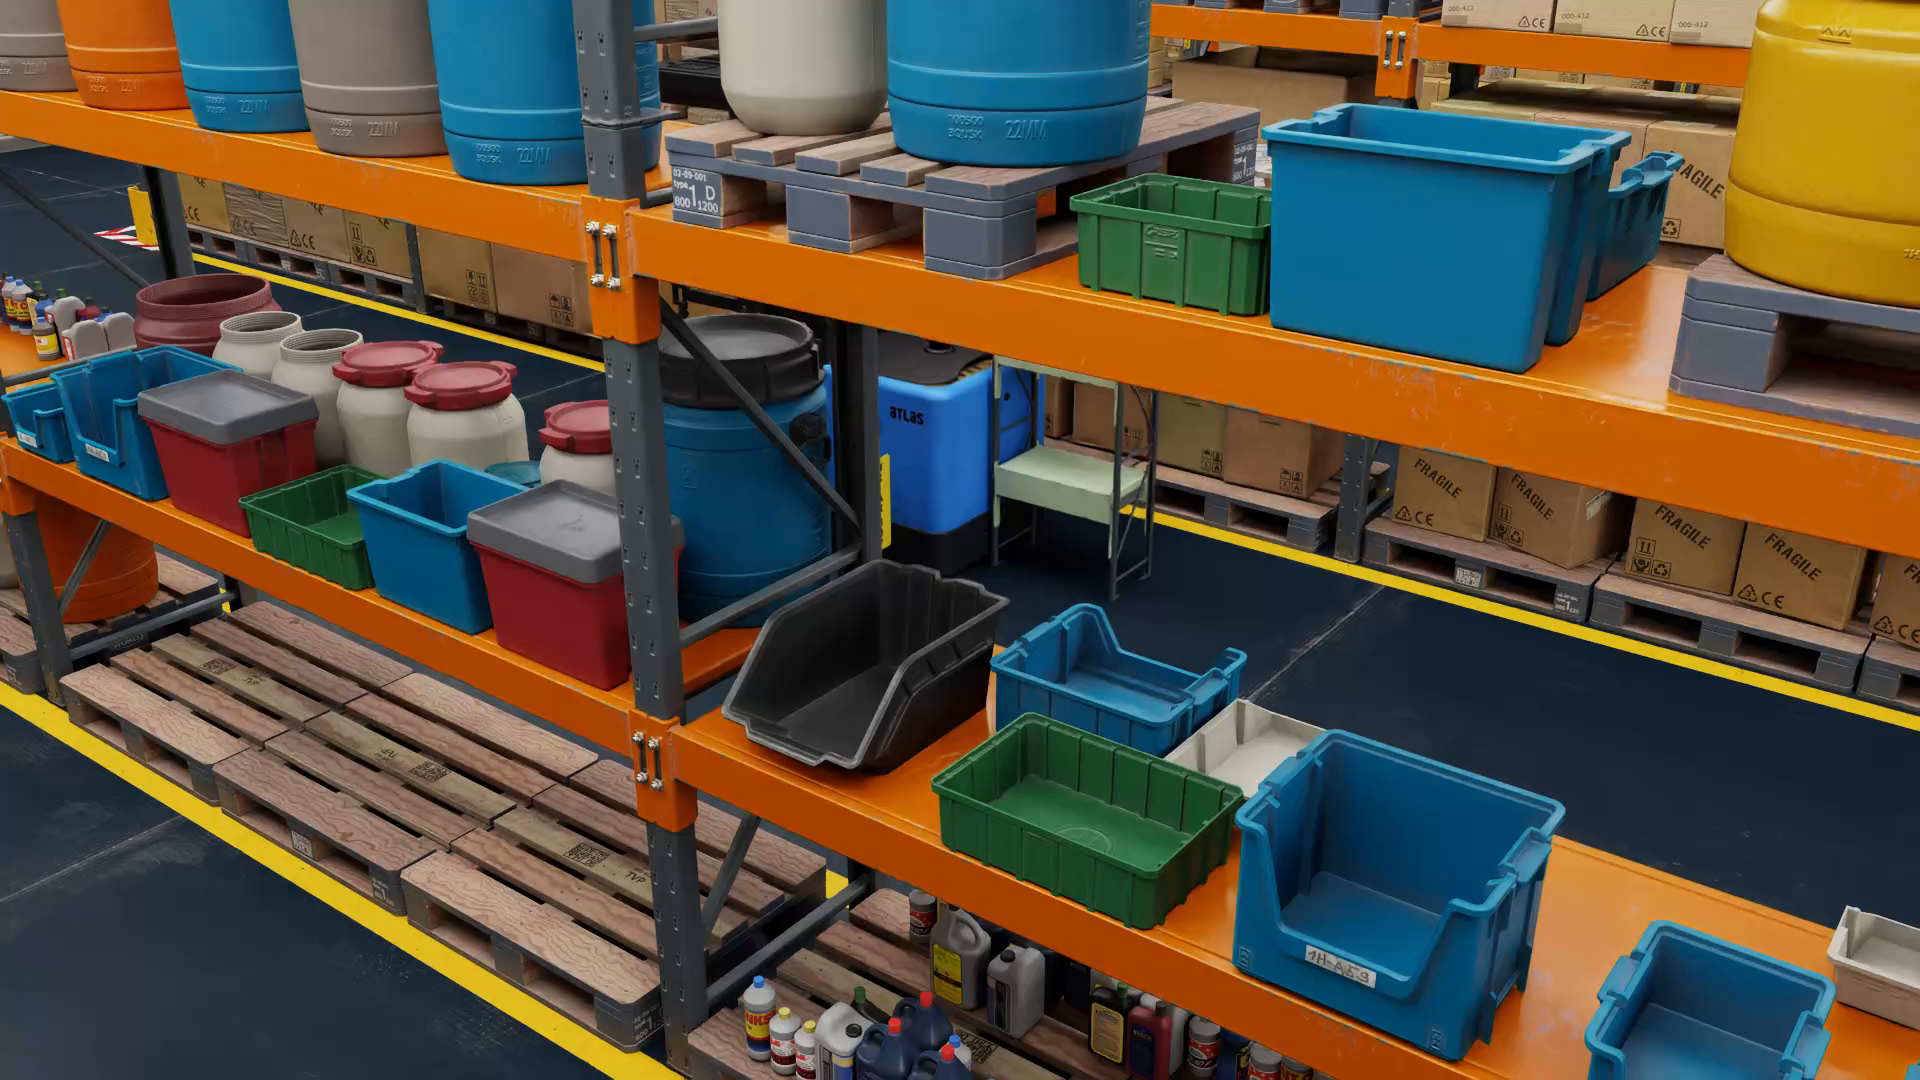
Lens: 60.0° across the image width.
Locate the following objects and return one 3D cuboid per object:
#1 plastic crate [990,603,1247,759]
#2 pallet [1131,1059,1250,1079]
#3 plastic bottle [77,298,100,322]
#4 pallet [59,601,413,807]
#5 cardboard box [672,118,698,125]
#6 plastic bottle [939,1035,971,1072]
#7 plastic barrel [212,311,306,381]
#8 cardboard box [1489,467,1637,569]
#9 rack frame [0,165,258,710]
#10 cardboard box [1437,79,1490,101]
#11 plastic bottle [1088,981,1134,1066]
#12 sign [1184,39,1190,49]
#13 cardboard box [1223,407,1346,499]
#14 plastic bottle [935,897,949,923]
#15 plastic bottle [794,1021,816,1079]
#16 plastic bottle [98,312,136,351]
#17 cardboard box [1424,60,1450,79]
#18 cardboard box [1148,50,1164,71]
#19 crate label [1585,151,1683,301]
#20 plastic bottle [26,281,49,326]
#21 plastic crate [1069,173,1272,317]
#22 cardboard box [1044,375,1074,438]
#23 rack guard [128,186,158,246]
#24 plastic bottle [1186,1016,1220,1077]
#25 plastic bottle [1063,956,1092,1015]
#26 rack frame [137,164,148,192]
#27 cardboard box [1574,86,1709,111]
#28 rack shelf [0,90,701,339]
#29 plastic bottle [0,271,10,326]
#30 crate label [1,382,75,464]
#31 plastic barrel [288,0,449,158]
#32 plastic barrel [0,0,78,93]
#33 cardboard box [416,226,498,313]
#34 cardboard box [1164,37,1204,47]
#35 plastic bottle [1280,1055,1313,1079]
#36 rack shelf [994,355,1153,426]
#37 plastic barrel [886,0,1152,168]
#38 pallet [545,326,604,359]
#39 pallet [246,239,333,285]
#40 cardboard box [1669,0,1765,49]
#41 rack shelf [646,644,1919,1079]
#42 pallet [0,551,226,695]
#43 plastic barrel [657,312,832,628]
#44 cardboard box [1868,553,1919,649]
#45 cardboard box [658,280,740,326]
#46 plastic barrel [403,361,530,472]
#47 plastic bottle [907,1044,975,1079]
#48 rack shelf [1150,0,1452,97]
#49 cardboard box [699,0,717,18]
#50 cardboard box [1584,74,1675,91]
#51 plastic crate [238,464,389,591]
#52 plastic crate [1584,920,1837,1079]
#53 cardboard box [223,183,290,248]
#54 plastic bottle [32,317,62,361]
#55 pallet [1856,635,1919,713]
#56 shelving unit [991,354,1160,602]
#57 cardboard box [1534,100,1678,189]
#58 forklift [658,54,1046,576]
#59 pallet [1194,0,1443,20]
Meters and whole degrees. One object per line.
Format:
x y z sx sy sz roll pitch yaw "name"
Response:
0.448 0.432 4.733 0.616 0.251 0.499 17 29 33 "plastic crate"
0.892 1.931 4.606 1.213 0.211 1.003 17 29 33 "pallet"
-4.190 -1.033 8.019 0.133 0.283 0.061 17 29 33 "plastic bottle"
-3.205 0.693 7.416 1.213 0.211 1.003 17 29 33 "pallet"
-1.770 -2.589 11.281 0.500 0.500 0.500 17 29 33 "cardboard box"
-0.015 1.557 4.835 0.097 0.271 0.097 0 24 0 "plastic bottle"
-2.850 -0.654 6.876 0.421 0.512 0.421 0 24 0 "plastic barrel"
3.129 -0.216 8.600 0.500 0.500 0.500 -16 28 -31 "cardboard box"
-3.802 -0.783 7.307 0.127 3.000 1.000 17 29 33 "rack frame"
4.039 -3.320 12.940 0.500 0.500 0.500 17 29 34 "cardboard box"
0.459 1.452 5.057 0.133 0.283 0.061 17 29 33 "plastic bottle"
1.907 -4.273 13.890 0.005 0.325 0.100 17 29 33 "sign"
1.891 -0.627 9.507 0.500 0.500 0.700 14 28 29 "cardboard box"
-0.018 1.236 5.548 0.133 0.283 0.061 19 30 36 "plastic bottle"
-0.446 1.531 4.980 0.097 0.201 0.097 0 24 0 "plastic bottle"
-3.954 -0.935 7.806 0.135 0.276 0.152 17 29 33 "plastic bottle"
3.804 -3.980 13.198 0.500 0.500 0.700 16 29 33 "cardboard box"
1.556 -4.143 14.354 0.250 0.149 0.380 18 29 34 "cardboard box"
1.300 -0.712 3.611 0.408 0.251 0.502 17 29 33 "crate label"
-4.589 -1.153 8.292 0.133 0.283 0.061 17 29 33 "plastic bottle"
0.499 -0.622 3.484 0.450 0.188 0.336 17 29 33 "plastic crate"
0.626 -1.018 10.395 0.500 0.500 0.700 20 31 38 "cardboard box"
-7.252 -3.178 15.842 0.348 0.500 1.175 17 29 33 "rack guard"
0.738 1.511 5.025 0.097 0.201 0.097 0 24 0 "plastic bottle"
0.396 1.361 5.264 0.133 0.283 0.061 19 30 37 "plastic bottle"
-7.233 -4.316 15.325 0.127 3.000 1.000 17 29 33 "rack frame"
3.296 -1.913 8.138 0.500 0.500 0.500 17 29 33 "cardboard box"
-2.201 -1.343 5.750 4.000 0.370 1.077 17 29 33 "rack shelf"
-4.851 -1.233 8.472 0.133 0.283 0.061 17 29 33 "plastic bottle"
-3.689 -0.484 6.835 0.416 0.233 0.303 17 29 33 "crate label"
-1.661 -1.629 4.885 0.600 0.901 0.600 0 24 0 "plastic barrel"
-3.275 -2.117 5.991 0.600 0.901 0.600 0 24 0 "plastic barrel"
-3.508 -2.420 13.136 0.875 0.875 1.225 17 29 33 "cardboard box"
1.967 -4.482 14.754 0.250 0.149 0.380 17 29 33 "cardboard box"
0.982 1.553 4.844 0.097 0.271 0.097 0 24 0 "plastic bottle"
0.589 -0.877 8.413 0.720 0.370 0.431 16 28 32 "rack shelf"
0.131 -1.335 3.697 0.708 0.901 0.600 17 29 33 "plastic barrel"
-2.389 -1.615 12.654 1.213 0.211 1.003 17 29 33 "pallet"
-5.574 -2.576 14.835 1.213 0.211 1.003 17 29 33 "pallet"
3.394 -2.276 7.162 0.500 0.250 0.500 16 28 31 "cardboard box"
1.000 0.997 4.159 4.000 0.370 1.077 17 29 33 "rack shelf"
-4.457 0.316 8.271 1.213 0.211 1.003 17 29 33 "pallet"
-0.728 -0.236 5.445 0.708 0.901 0.600 17 29 33 "plastic barrel"
4.582 0.215 7.621 0.500 0.500 0.500 -17 29 -34 "cardboard box"
-1.371 -1.775 11.672 0.875 0.875 1.225 15 28 31 "cardboard box"
-1.822 -0.358 6.173 0.433 0.535 0.433 0 24 0 "plastic barrel"
-0.053 1.570 4.707 0.185 0.351 0.144 15 28 31 "plastic bottle"
0.769 -2.941 9.376 4.000 0.370 1.077 17 29 33 "rack shelf"
-2.345 -5.379 17.244 0.500 0.500 0.500 17 29 33 "cardboard box"
5.025 -3.611 12.362 0.500 0.500 0.700 16 29 32 "cardboard box"
-2.164 -0.049 5.904 0.662 0.188 0.450 17 29 33 "plastic crate"
1.504 1.036 3.363 0.408 0.251 0.499 17 29 33 "plastic crate"
-5.944 -3.186 14.876 0.875 0.875 0.875 17 29 33 "cardboard box"
-4.384 -0.968 7.974 0.097 0.201 0.097 0 24 0 "plastic bottle"
4.881 0.603 7.619 1.213 0.211 1.003 17 29 33 "pallet"
0.589 -0.520 8.570 0.755 1.500 0.431 16 28 32 "shelving unit"
2.978 -1.742 7.750 0.500 0.500 0.500 17 29 33 "cardboard box"
-1.014 -1.597 9.238 3.031 2.935 1.130 16 28 32 "forklift"
1.940 -2.884 8.588 1.003 0.211 1.213 17 29 33 "pallet"
